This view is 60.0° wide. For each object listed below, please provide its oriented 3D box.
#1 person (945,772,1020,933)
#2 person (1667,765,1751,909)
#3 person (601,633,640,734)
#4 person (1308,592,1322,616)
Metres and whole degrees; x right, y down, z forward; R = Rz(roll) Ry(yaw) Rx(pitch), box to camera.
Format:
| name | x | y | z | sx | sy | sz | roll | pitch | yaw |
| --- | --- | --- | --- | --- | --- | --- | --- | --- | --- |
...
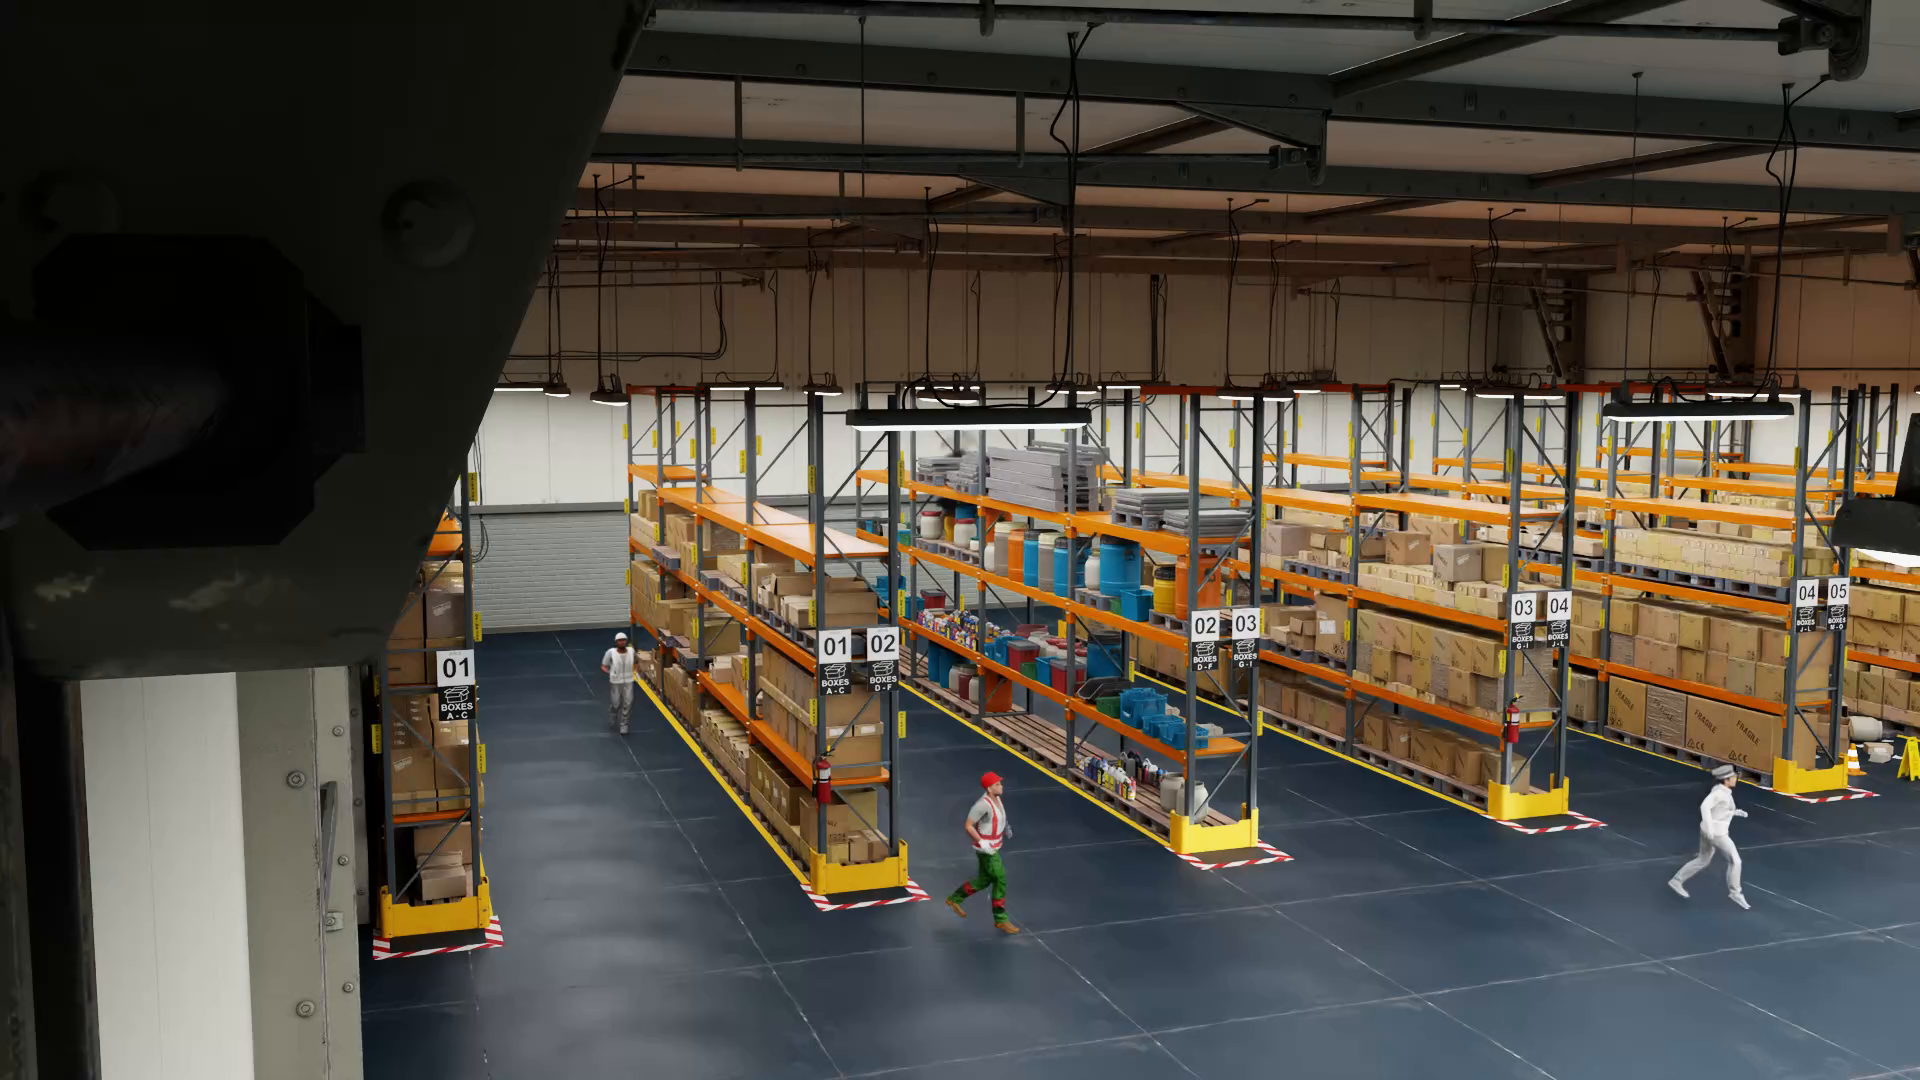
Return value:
| name | x | y | z | sx | sy | sz | roll | pitch | yaw |
| --- | --- | --- | --- | --- | --- | --- | --- | --- | --- |
| person | 0.268 | 3.494 | 18.795 | 0.889 | 1.802 | 0.665 | 2 | 6 | 16 |
| person | 8.848 | 3.481 | 19.565 | 0.927 | 1.726 | 0.634 | 2 | 6 | 14 |
| person | -5.896 | 2.474 | 28.956 | 0.687 | 1.743 | 0.704 | -3 | 6 | -25 |
| person | 7.371 | 1.941 | 34.171 | 0.715 | 1.735 | 0.762 | -3 | 7 | -26 |
